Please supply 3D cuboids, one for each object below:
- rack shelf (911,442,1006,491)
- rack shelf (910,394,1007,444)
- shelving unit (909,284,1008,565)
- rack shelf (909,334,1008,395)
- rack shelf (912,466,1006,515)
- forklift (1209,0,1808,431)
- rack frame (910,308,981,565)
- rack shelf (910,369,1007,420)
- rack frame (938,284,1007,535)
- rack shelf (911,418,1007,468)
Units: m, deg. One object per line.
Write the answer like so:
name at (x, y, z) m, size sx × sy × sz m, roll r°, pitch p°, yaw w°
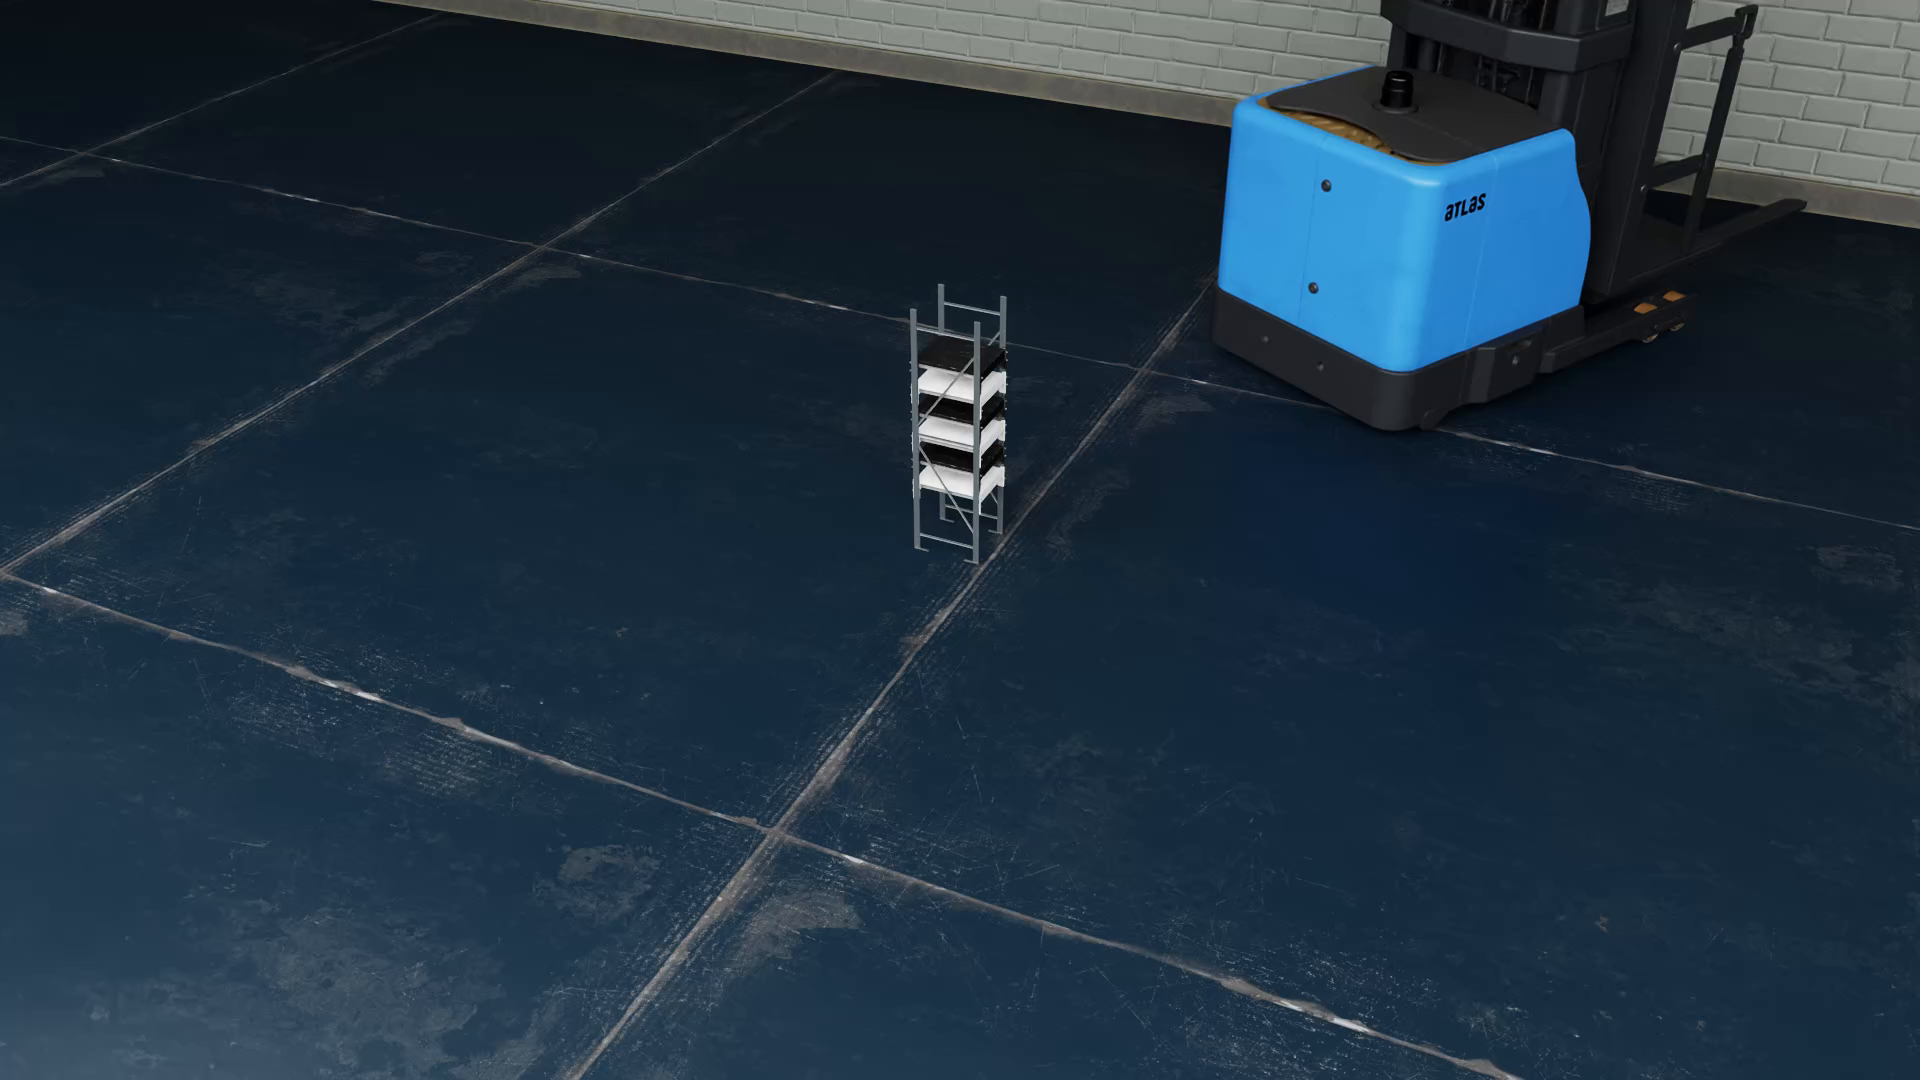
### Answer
rack shelf at (-0.003, -0.269, 5.565) m, size 0.258 × 0.077 × 0.200 m, roll 14°, pitch 36°, yaw 20°
rack shelf at (-0.003, -0.420, 5.466) m, size 0.258 × 0.077 × 0.200 m, roll 14°, pitch 36°, yaw 20°
shelving unit at (-0.003, -0.372, 5.497) m, size 0.258 × 0.900 × 0.210 m, roll 14°, pitch 36°, yaw 20°
rack shelf at (-0.003, -0.570, 5.367) m, size 0.258 × 0.077 × 0.200 m, roll 14°, pitch 36°, yaw 20°
rack shelf at (-0.003, -0.194, 5.614) m, size 0.258 × 0.077 × 0.200 m, roll 14°, pitch 36°, yaw 20°
forklift at (2.525, -2.271, 6.541) m, size 3.031 × 2.935 × 1.130 m, roll -22°, pitch 39°, yaw -29°
rack frame at (-0.046, -0.322, 5.420) m, size 0.240 × 0.900 × 0.006 m, roll 14°, pitch 36°, yaw 20°
rack shelf at (-0.003, -0.495, 5.417) m, size 0.258 × 0.077 × 0.200 m, roll 14°, pitch 36°, yaw 20°
rack frame at (0.039, -0.423, 5.574) m, size 0.240 × 0.900 × 0.006 m, roll 14°, pitch 36°, yaw 20°
rack shelf at (-0.003, -0.344, 5.515) m, size 0.258 × 0.077 × 0.200 m, roll 14°, pitch 36°, yaw 20°
